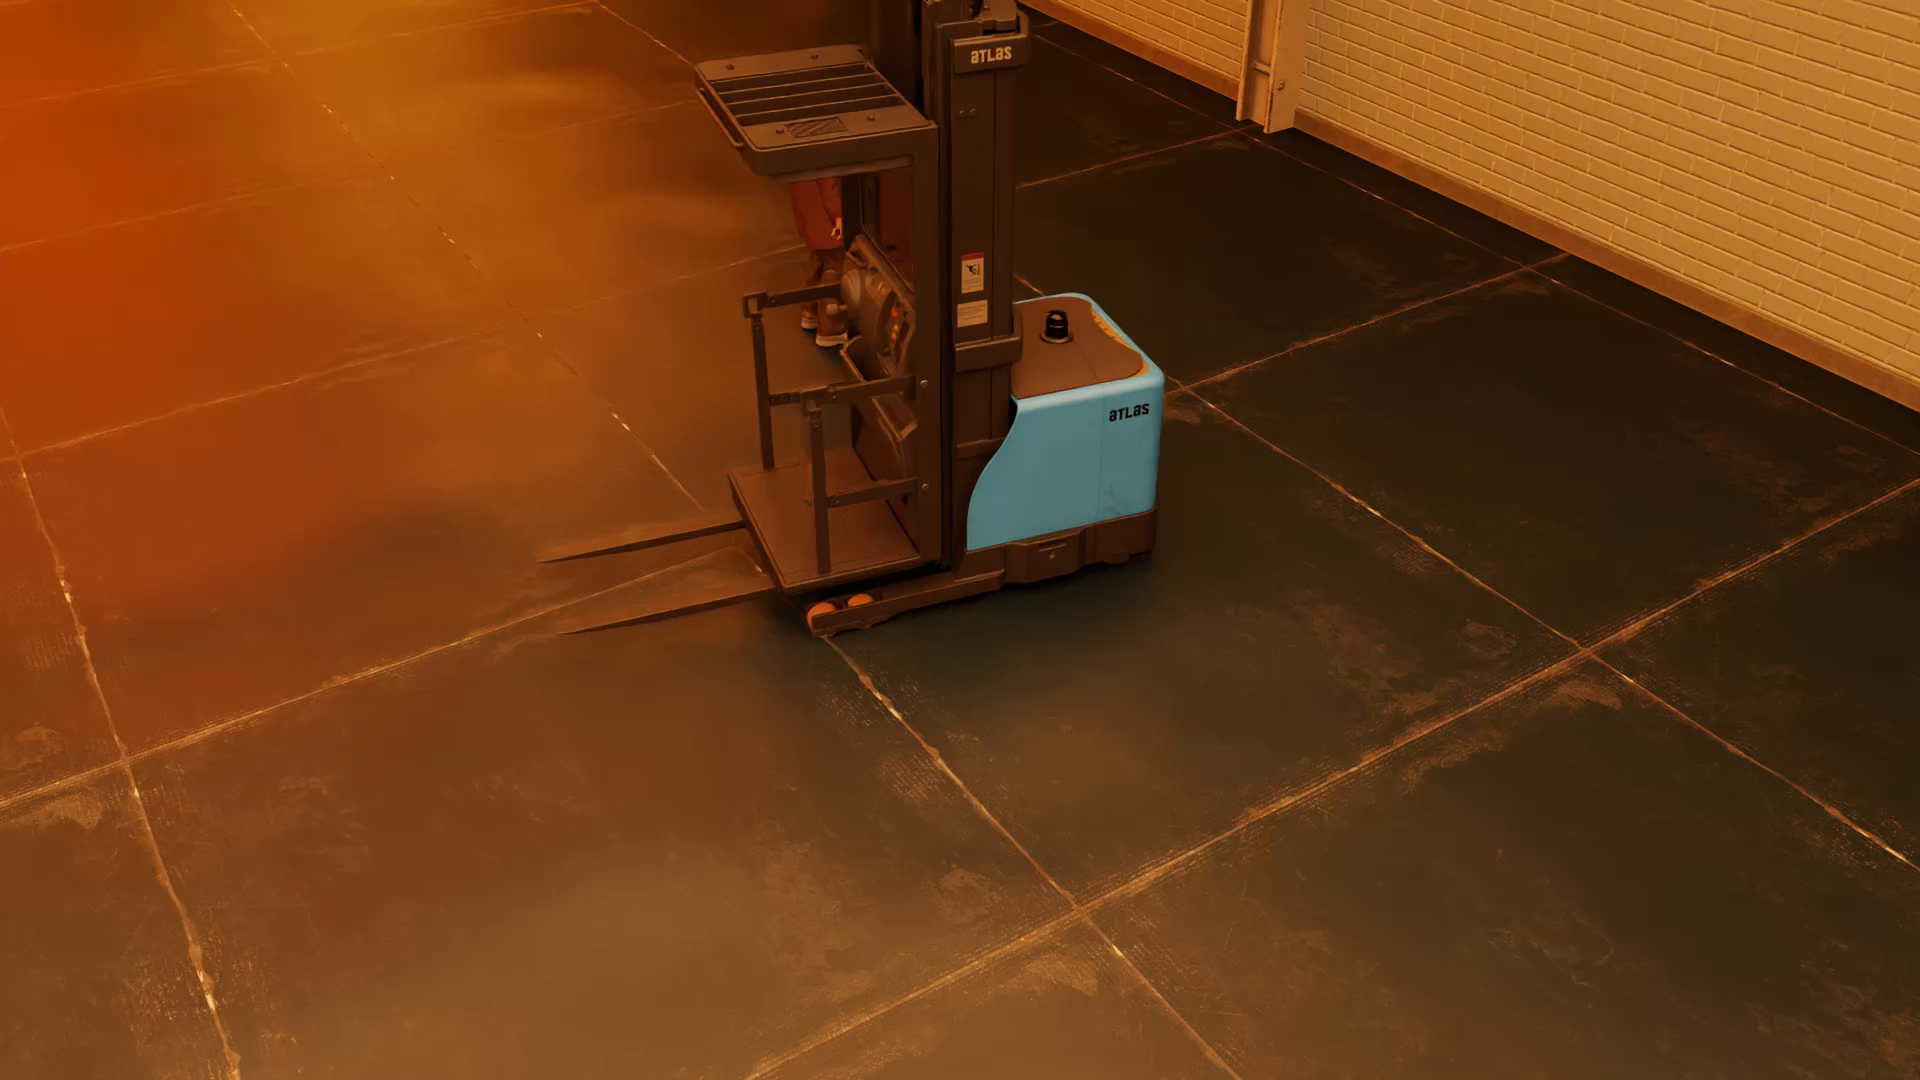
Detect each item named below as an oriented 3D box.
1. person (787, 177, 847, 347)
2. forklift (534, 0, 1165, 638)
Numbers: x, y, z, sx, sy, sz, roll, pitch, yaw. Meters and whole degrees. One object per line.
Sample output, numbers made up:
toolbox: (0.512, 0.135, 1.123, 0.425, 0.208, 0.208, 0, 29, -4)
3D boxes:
person: (-0.824, -2.062, 10.090, 0.435, 1.772, 0.654, -13, 37, -18)
forklift: (-0.569, -1.073, 7.674, 3.031, 2.935, 1.130, -12, 37, -17)
